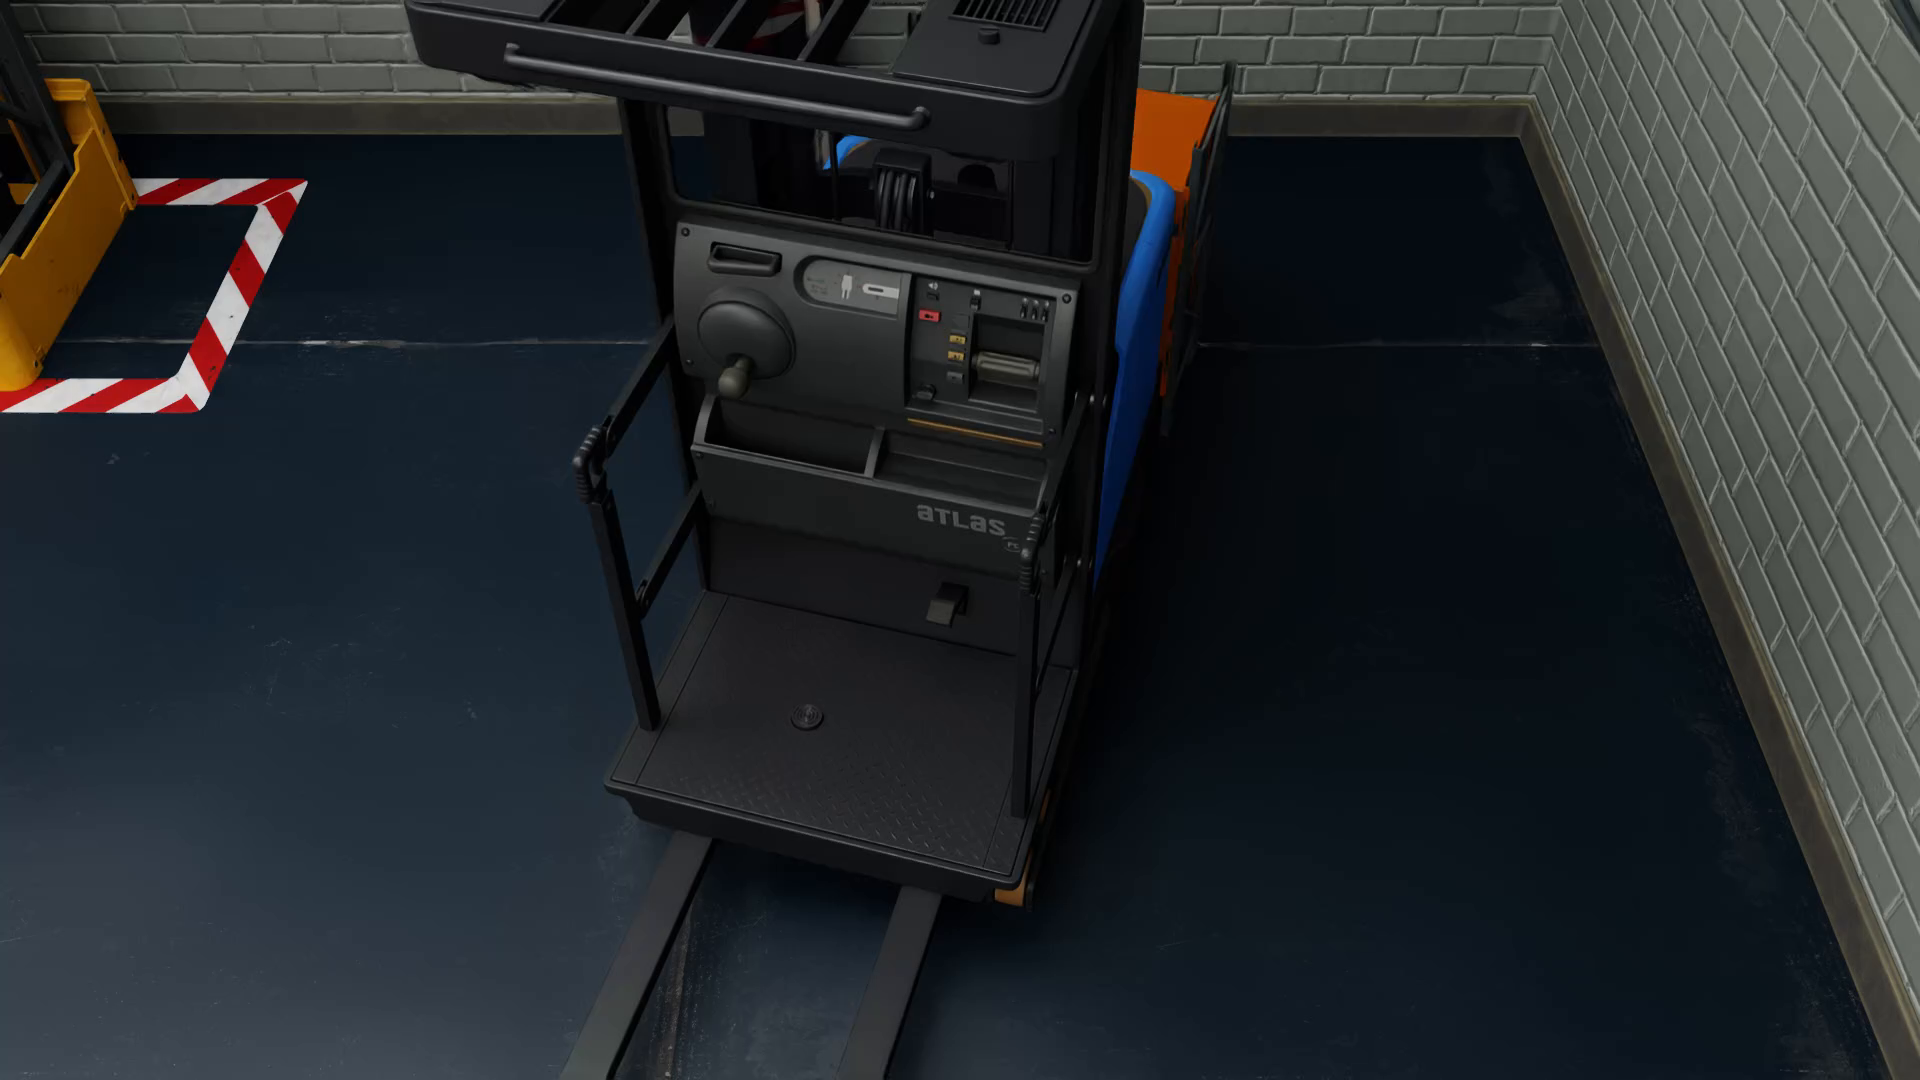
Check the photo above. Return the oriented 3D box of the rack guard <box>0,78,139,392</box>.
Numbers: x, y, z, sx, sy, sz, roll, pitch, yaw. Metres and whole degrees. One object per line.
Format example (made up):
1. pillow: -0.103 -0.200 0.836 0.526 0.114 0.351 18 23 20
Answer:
1. rack guard: -3.374 -1.110 5.941 0.348 0.500 1.175 0 47 0

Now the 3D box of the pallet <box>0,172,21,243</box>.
1. pallet: -4.198 -0.956 5.996 1.213 0.211 1.003 0 47 0

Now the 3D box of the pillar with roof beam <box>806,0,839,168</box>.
1. pillar with roof beam: -0.711 -1.480 0.480 0.400 9.000 9.100 0 47 0

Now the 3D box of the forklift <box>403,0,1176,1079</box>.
1. forklift: -0.256 -0.369 3.591 1.130 2.935 3.031 12 48 11

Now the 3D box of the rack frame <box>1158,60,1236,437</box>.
1. rack frame: 0.755 -0.907 5.326 0.032 1.125 0.500 13 48 12

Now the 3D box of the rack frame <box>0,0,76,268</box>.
1. rack frame: -3.398 -1.962 5.027 0.127 3.000 1.000 0 47 0

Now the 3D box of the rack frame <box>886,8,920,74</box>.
1. rack frame: -0.216 -1.129 5.532 0.032 1.125 0.500 13 48 12

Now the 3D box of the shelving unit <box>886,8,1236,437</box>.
1. shelving unit: 0.270 -1.018 5.429 1.048 1.125 0.538 13 48 12

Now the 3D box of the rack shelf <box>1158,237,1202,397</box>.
1. rack shelf: 0.270 -0.851 5.608 1.000 0.278 0.538 13 48 12

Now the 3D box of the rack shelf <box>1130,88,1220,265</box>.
1. rack shelf: 0.270 -1.217 5.215 1.000 0.278 0.538 13 48 12
